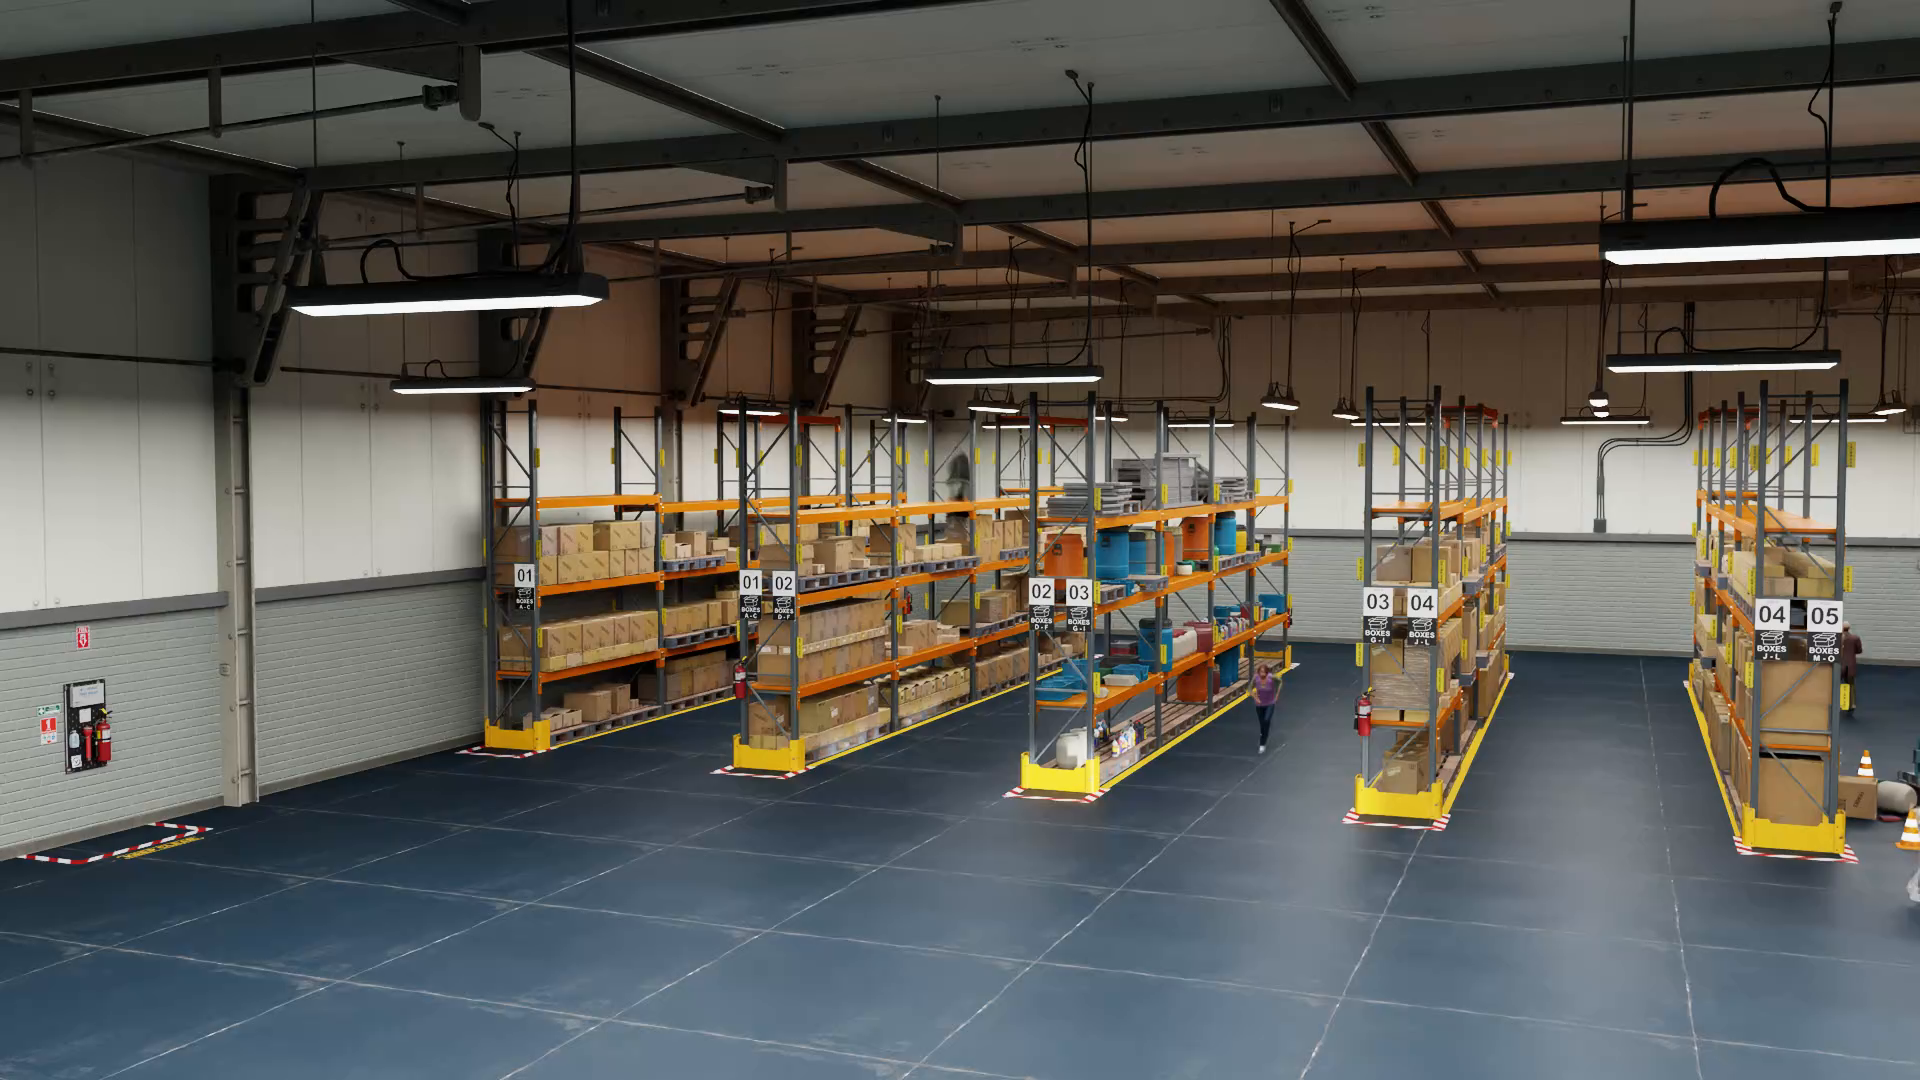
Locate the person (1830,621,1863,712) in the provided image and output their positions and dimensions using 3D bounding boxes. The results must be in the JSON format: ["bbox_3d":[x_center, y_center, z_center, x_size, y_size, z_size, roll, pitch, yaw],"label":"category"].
[{"bbox_3d":[17.394,2.512,32.672,0.640,1.832,0.907,1,3,13],"label":"person"}]

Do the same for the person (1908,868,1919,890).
[{"bbox_3d":[10.811,3.301,18.244,0.704,1.352,0.849,-1,3,-18],"label":"person"}]

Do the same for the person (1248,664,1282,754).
[{"bbox_3d":[5.223,2.854,28.503,0.577,1.546,0.920,1,3,11],"label":"person"}]
